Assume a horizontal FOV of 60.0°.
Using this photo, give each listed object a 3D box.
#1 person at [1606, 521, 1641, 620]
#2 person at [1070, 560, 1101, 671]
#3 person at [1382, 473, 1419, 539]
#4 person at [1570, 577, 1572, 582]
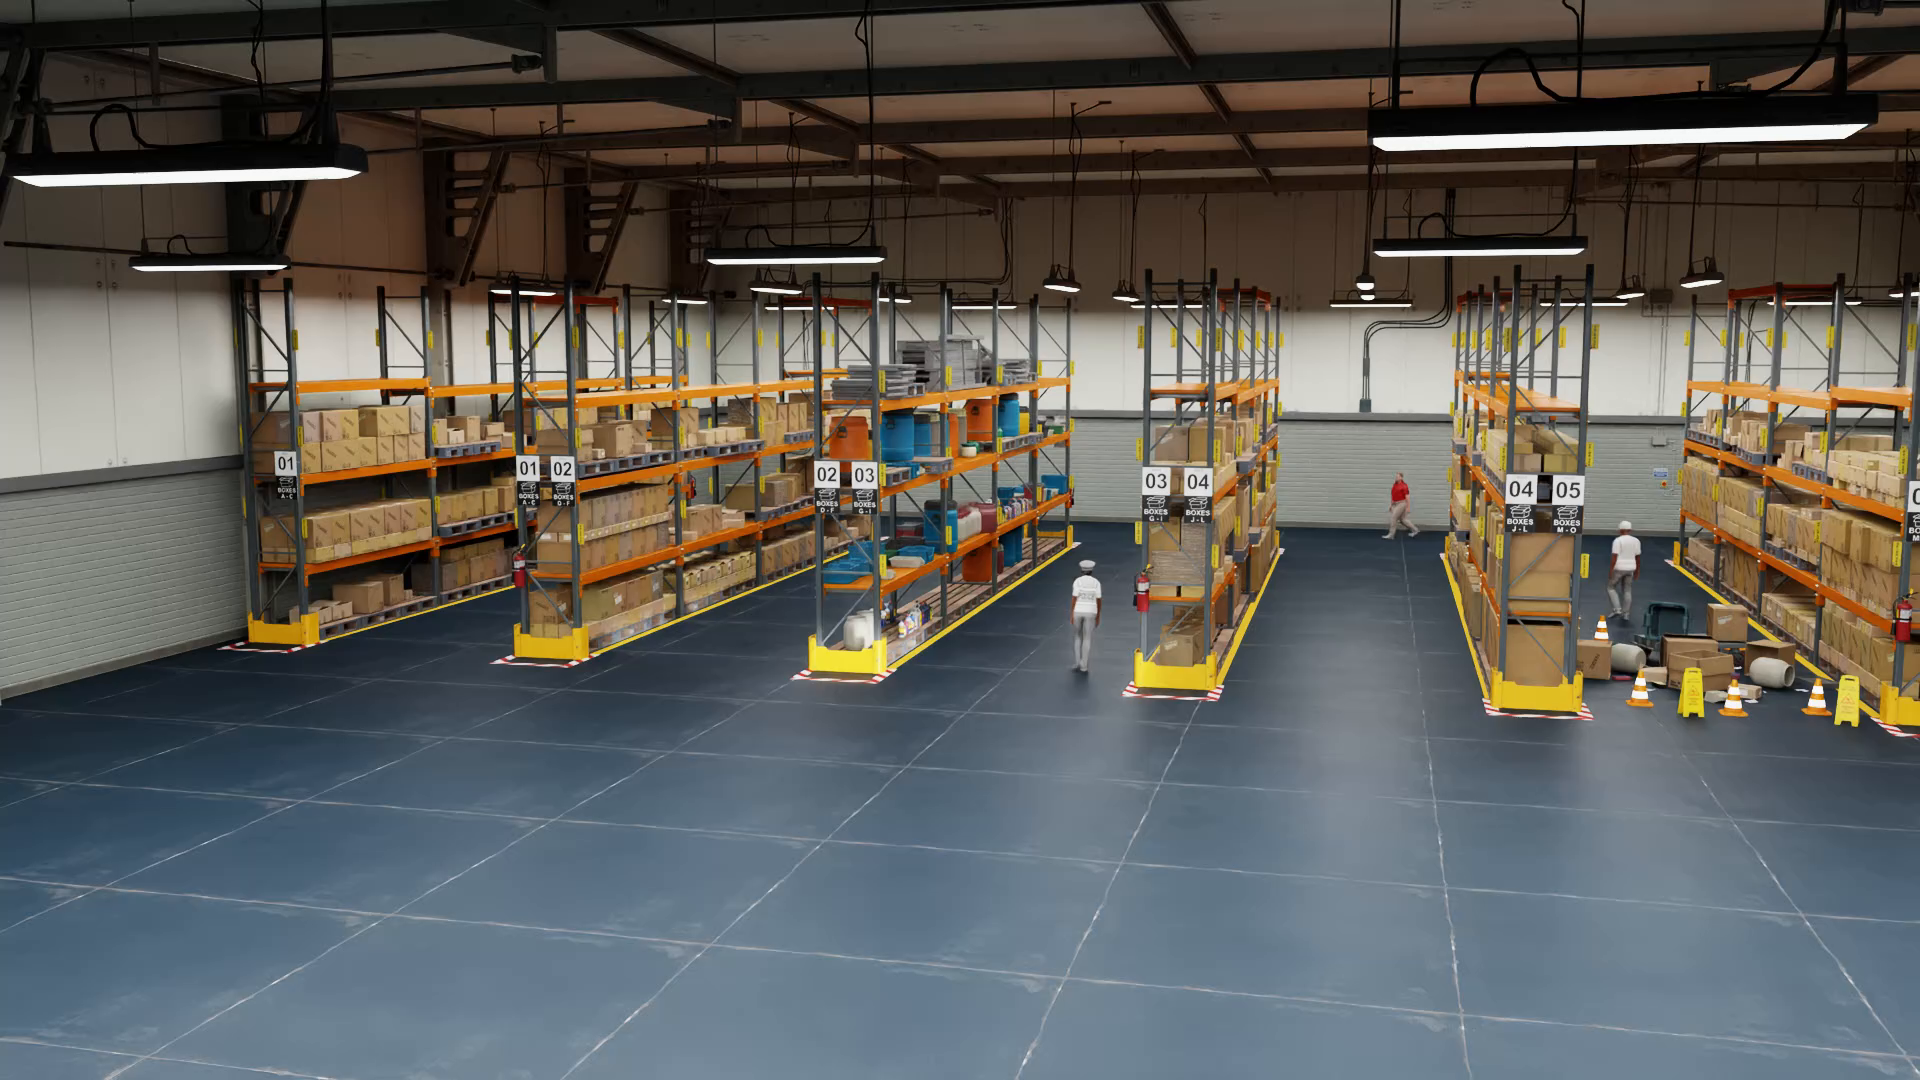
[{"bbox_3d":[11.938,0.549,29.938,0.608,1.782,0.406,-1,7,-9],"label":"person"},{"bbox_3d":[1.905,1.184,25.245,0.462,1.718,0.597,1,7,9],"label":"person"},{"bbox_3d":[11.116,-0.873,41.903,1.017,1.664,0.530,-1,7,-4],"label":"person"},{"bbox_3d":[12.424,0.026,34.325,0.575,1.753,0.548,2,7,13],"label":"person"}]
